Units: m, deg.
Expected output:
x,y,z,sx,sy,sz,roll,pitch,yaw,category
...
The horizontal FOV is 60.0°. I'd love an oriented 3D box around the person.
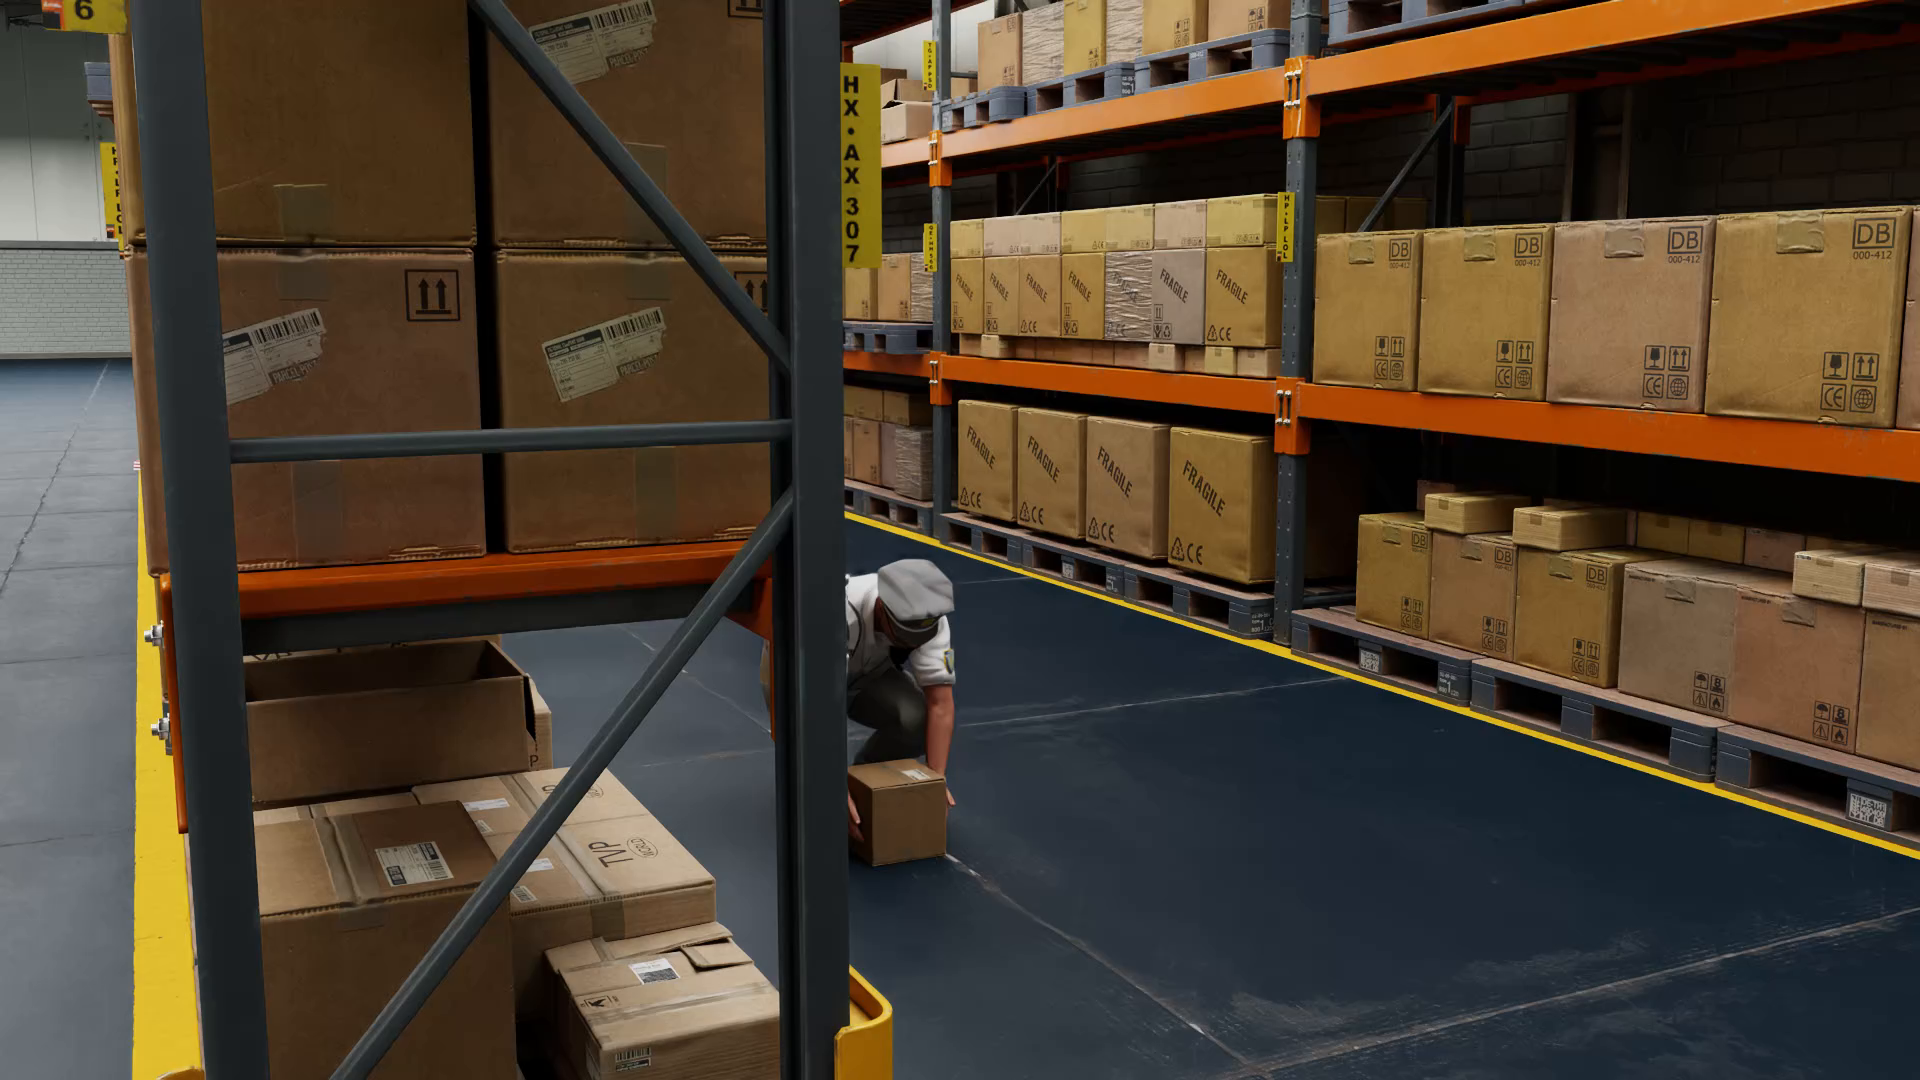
x,y,z,sx,sy,sz,roll,pitch,yaw,category
-0.330,0.477,5.469,0.560,0.920,0.954,-4,9,-23,person
